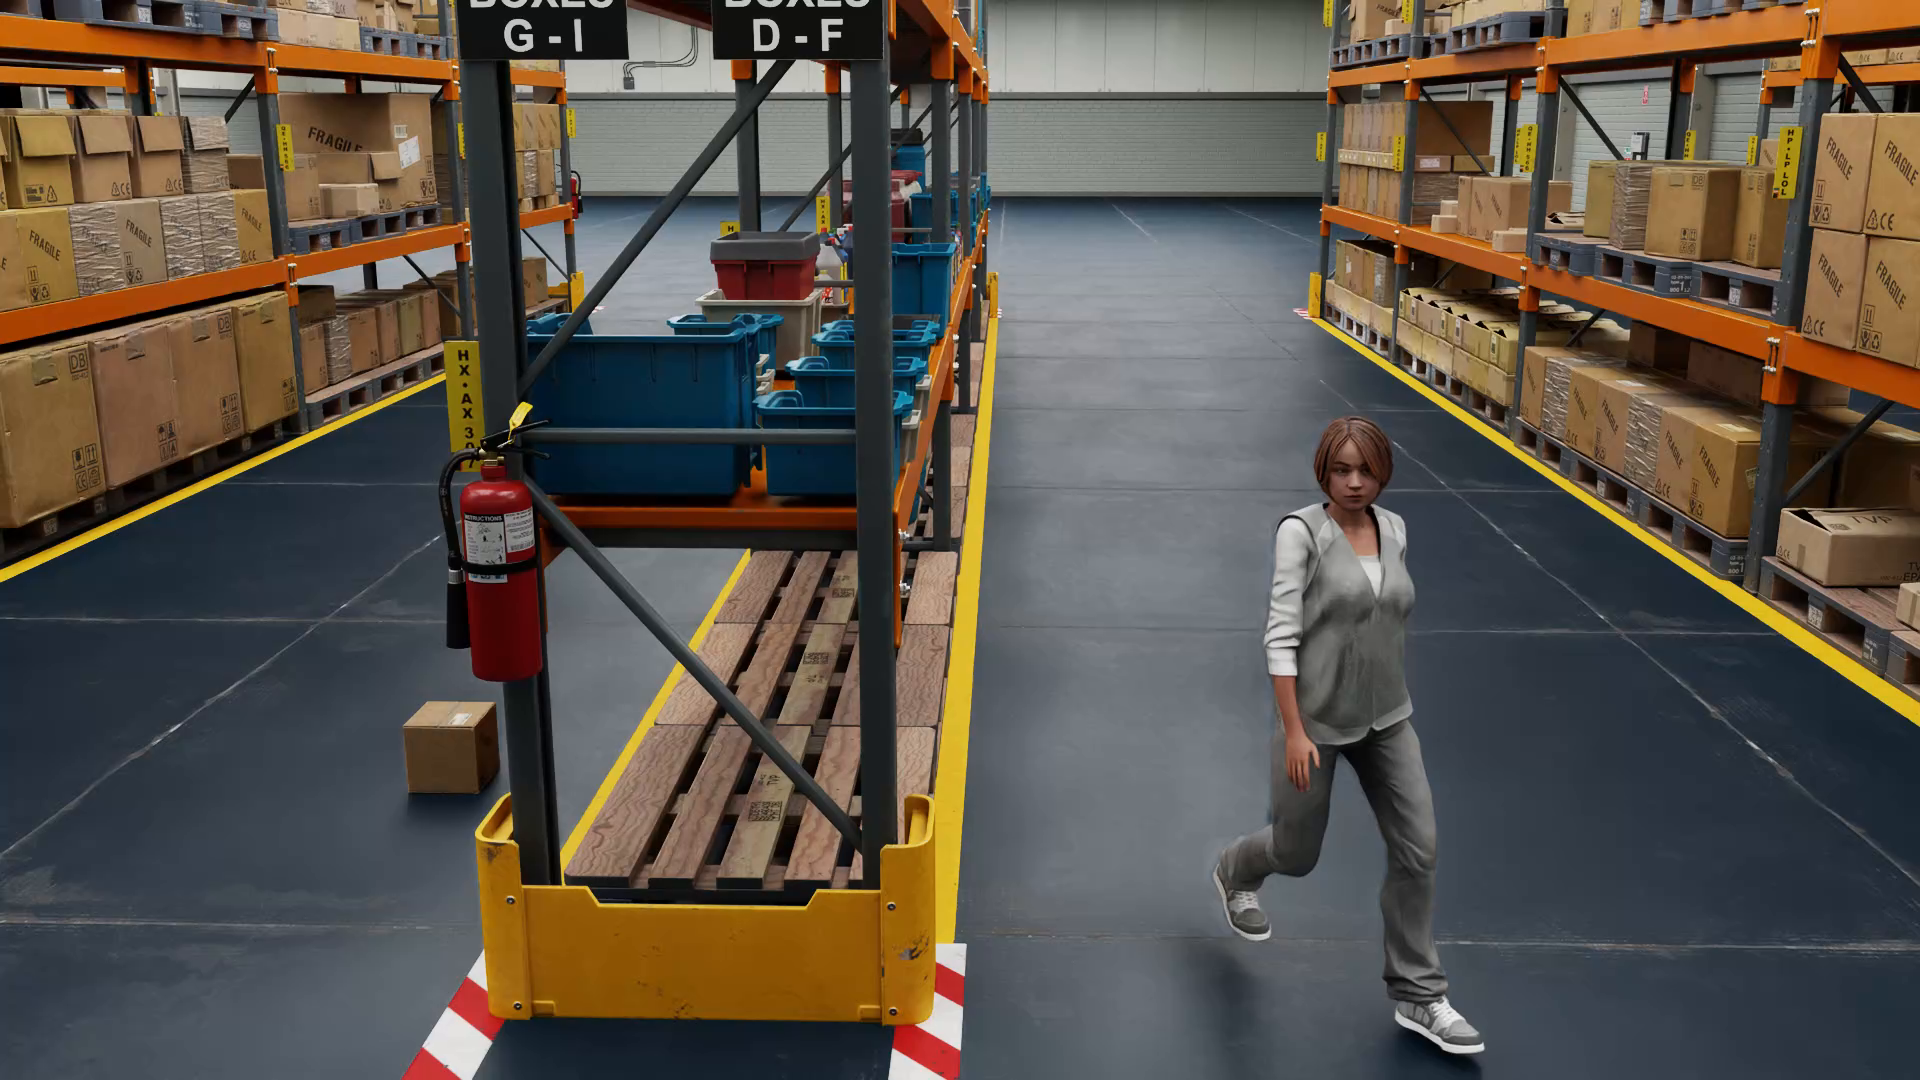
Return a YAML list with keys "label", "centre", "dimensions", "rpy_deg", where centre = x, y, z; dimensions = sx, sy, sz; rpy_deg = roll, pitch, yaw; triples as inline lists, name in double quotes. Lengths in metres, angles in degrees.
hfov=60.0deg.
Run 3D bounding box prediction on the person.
- label: "person"
  centre: [0.961, 0.451, 4.222]
  dimensions: [0.446, 1.551, 0.871]
  rpy_deg: [-6, 15, -22]
